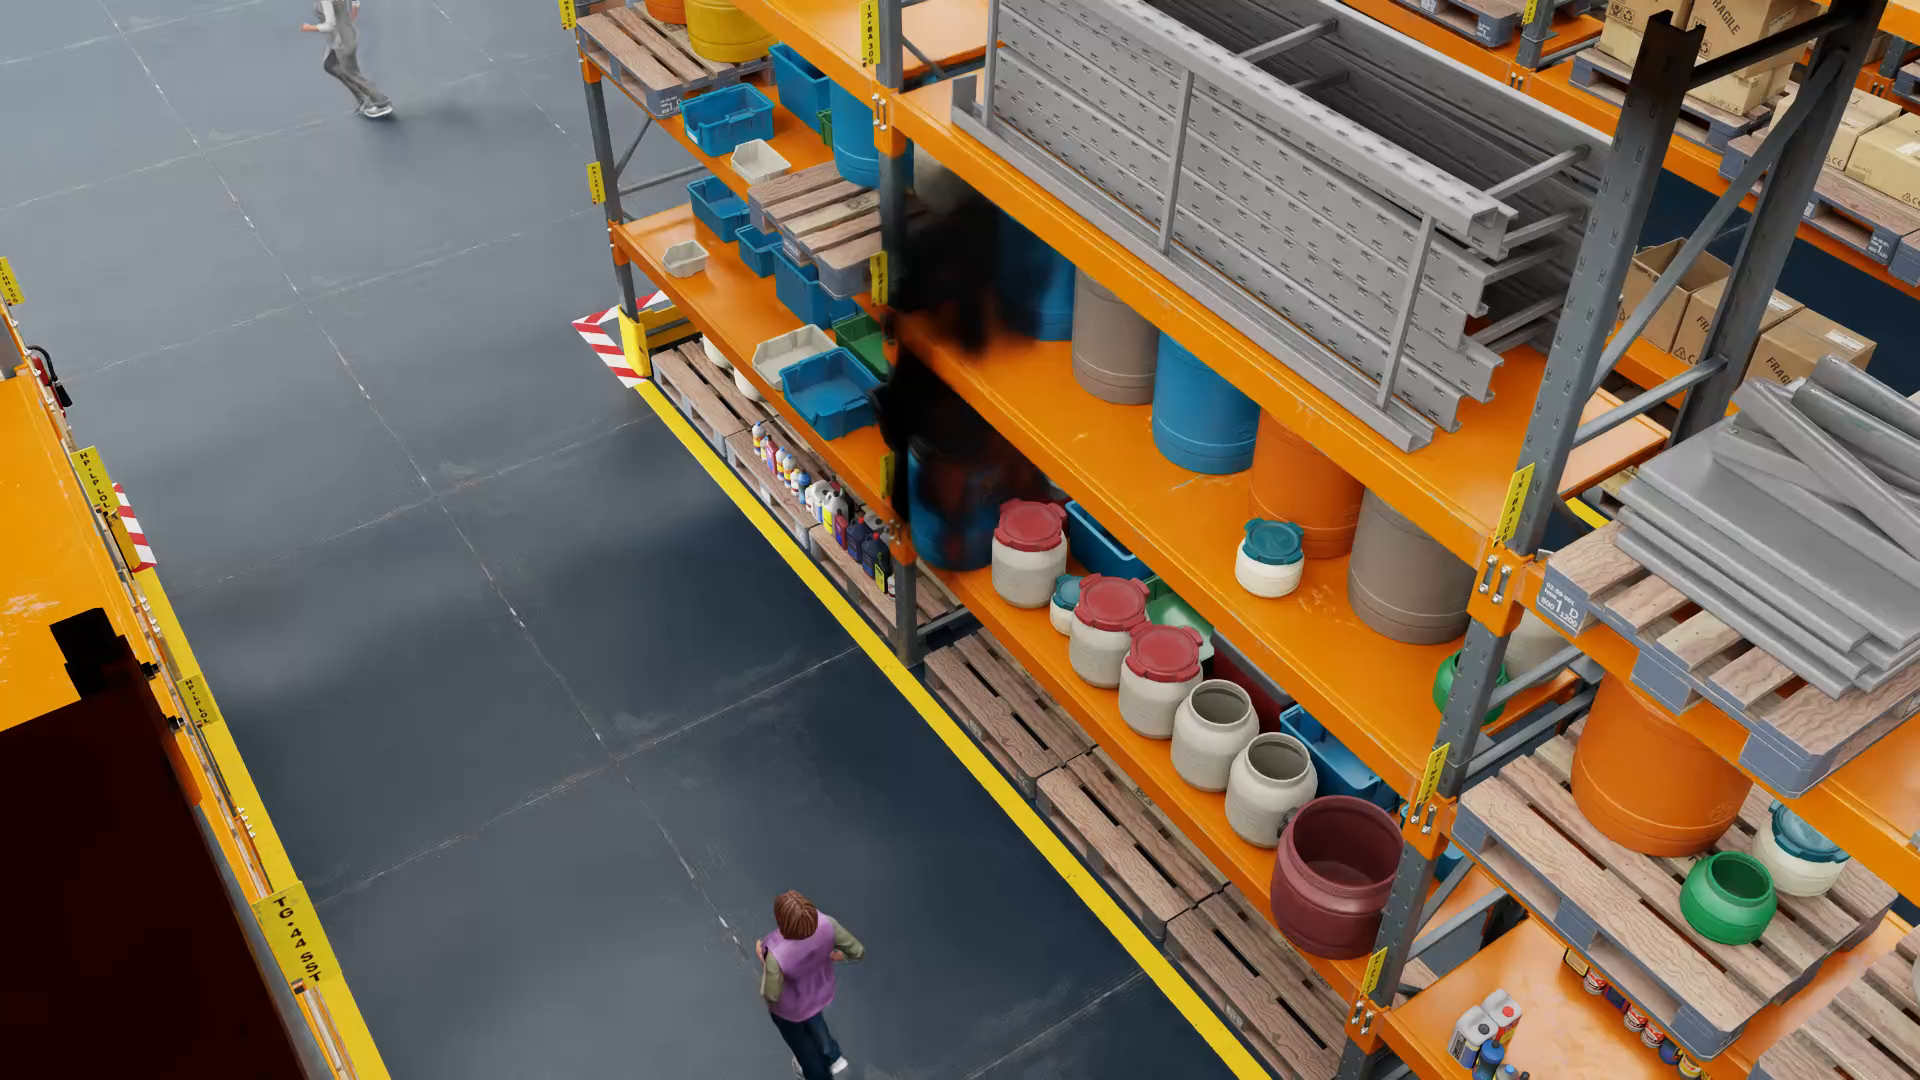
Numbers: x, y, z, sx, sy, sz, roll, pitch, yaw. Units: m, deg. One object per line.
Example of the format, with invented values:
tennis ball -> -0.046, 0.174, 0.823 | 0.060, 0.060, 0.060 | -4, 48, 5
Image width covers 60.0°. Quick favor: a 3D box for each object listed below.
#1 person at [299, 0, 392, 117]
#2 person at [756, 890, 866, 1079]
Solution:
person -> -5.850, -4.706, 15.706 | 0.652, 1.588, 0.533 | -6, 43, -7
person -> -0.760, 2.109, 7.891 | 0.503, 1.571, 0.475 | -31, 51, -29
